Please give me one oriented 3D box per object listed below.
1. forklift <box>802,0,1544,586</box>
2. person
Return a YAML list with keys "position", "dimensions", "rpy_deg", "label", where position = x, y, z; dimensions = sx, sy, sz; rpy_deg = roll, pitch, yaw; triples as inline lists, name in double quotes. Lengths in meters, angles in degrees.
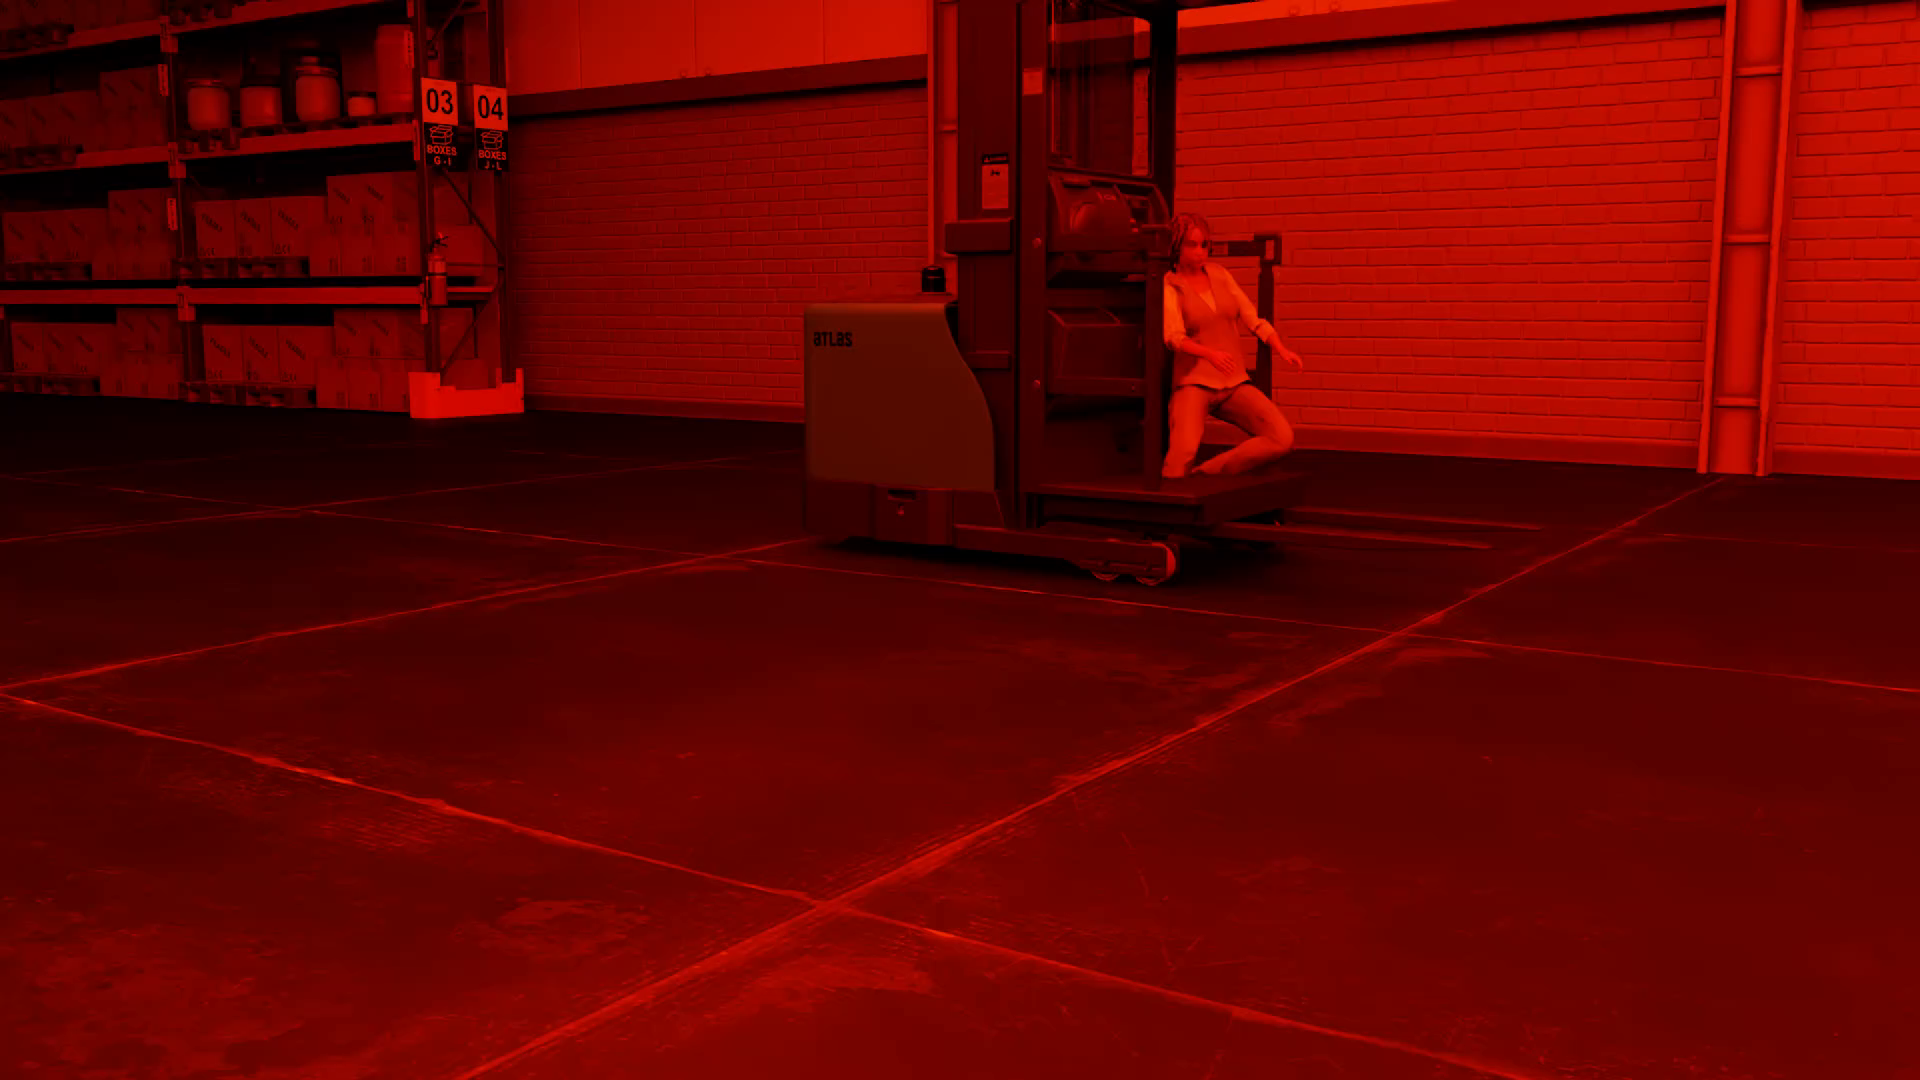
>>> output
- position: [0.800, -1.361, 6.761]
  dimensions: [3.031, 2.935, 1.130]
  rpy_deg: [6, 10, 34]
  label: "forklift"
- position: [1.052, -0.634, 6.877]
  dimensions: [0.728, 1.436, 0.661]
  rpy_deg: [-3, 9, -21]
  label: "person"
